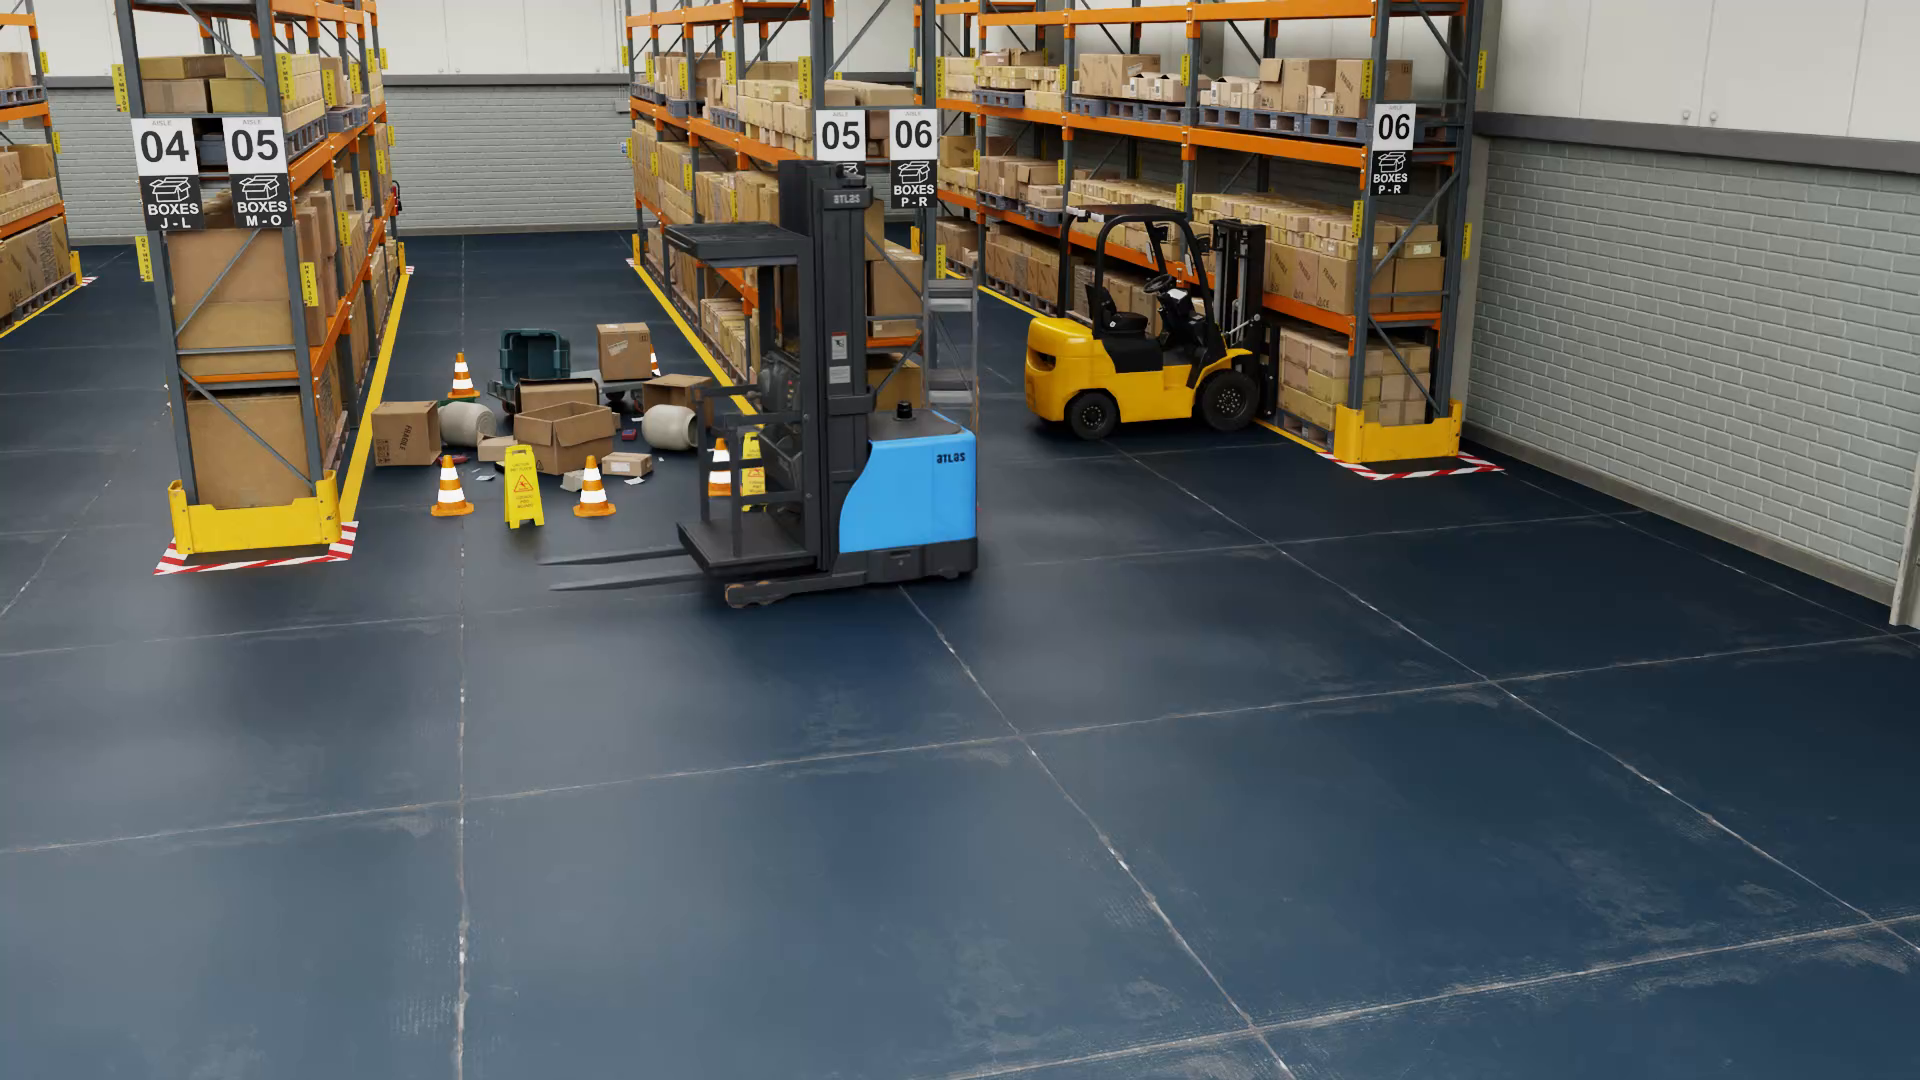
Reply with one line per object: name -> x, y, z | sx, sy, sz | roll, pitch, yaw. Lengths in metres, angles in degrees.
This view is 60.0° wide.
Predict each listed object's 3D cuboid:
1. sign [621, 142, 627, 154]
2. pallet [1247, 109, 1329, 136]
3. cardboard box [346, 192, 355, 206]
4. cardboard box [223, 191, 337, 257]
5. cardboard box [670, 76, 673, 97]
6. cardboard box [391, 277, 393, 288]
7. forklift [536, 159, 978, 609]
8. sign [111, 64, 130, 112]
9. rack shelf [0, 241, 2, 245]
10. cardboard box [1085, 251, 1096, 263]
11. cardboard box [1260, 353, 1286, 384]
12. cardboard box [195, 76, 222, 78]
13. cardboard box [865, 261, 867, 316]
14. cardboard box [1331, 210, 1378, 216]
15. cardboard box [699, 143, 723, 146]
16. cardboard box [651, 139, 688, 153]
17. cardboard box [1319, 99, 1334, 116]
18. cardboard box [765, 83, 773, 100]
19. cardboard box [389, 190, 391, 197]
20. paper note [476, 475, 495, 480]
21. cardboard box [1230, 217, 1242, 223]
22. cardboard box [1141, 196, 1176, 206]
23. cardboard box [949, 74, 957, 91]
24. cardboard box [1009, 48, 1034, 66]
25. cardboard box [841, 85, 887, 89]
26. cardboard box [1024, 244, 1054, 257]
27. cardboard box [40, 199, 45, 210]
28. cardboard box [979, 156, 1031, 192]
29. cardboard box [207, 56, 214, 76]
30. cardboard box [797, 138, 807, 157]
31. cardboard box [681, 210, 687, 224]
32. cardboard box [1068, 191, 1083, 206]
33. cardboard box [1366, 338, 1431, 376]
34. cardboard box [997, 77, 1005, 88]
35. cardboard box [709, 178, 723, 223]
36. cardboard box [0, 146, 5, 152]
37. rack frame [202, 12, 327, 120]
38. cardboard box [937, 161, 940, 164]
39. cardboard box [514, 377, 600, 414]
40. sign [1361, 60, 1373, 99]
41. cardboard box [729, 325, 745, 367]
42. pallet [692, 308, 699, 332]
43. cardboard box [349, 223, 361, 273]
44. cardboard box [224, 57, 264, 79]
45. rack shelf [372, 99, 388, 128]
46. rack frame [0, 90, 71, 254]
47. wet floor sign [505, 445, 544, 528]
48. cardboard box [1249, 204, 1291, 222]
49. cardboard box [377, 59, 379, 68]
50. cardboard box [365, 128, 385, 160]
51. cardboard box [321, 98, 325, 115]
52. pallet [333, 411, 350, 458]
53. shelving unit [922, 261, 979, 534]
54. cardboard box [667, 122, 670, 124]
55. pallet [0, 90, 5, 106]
sign -> -6.723, -7.970, 33.800 | 0.327, 0.218, 0.001 | -5, 17, -15
pallet -> 3.572, -4.167, 16.549 | 1.003, 0.211, 1.213 | -5, 17, -15
cardboard box -> -7.563, -4.147, 20.217 | 0.380, 0.149, 0.250 | -5, 17, -15
cardboard box -> -6.191, -2.872, 15.161 | 0.875, 0.550, 0.550 | -5, 17, -15
cardboard box -> -3.605, -5.983, 21.945 | 0.396, 0.266, 0.258 | -5, 17, -17
cardboard box -> -8.585, -3.779, 24.544 | 0.380, 0.149, 0.250 | -4, 17, -14
forklift -> -1.443, -1.105, 11.536 | 3.031, 2.935, 1.130 | -6, 18, -20
sign -> -5.948, -3.208, 11.802 | 0.100, 0.325, 0.005 | -5, 17, -15
rack shelf -> -12.968, -3.481, 20.579 | 1.077, 0.370, 4.000 | -5, 17, -15
cardboard box -> 1.991, -4.009, 23.571 | 0.380, 0.149, 0.250 | -4, 17, -14
cardboard box -> 3.357, -1.751, 16.749 | 0.500, 0.250, 0.500 | -5, 17, -17
cardboard box -> -5.963, -3.432, 12.790 | 0.500, 0.250, 0.500 | -5, 17, -15
cardboard box -> -1.105, -2.162, 14.245 | 0.500, 0.500, 0.500 | -5, 17, -16
cardboard box -> 3.940, -3.216, 16.625 | 0.380, 0.149, 0.250 | -5, 17, -17
cardboard box -> -3.475, -5.443, 23.947 | 0.500, 0.500, 0.500 | -4, 17, -14
cardboard box -> -4.384, -5.798, 25.129 | 0.500, 0.500, 0.500 | -5, 17, -16
cardboard box -> 3.561, -4.007, 15.398 | 0.380, 0.149, 0.250 | -5, 17, -17
cardboard box -> -1.607, -4.179, 15.487 | 0.380, 0.149, 0.250 | -5, 17, -16
cardboard box -> -9.459, -5.662, 27.023 | 0.380, 0.149, 0.250 | -5, 17, -15
paper note -> -4.210, -0.558, 14.759 | 0.144, 0.017, 0.142 | 1, 17, 4
cardboard box -> 3.054, -3.305, 17.438 | 0.380, 0.149, 0.250 | -5, 17, -16
cardboard box -> 2.369, -3.983, 19.696 | 0.380, 0.149, 0.250 | -5, 18, -17
cardboard box -> 0.127, -7.463, 27.111 | 0.500, 0.250, 0.500 | -4, 17, -14
cardboard box -> 0.933, -7.383, 25.399 | 0.396, 0.266, 0.258 | -5, 17, -16
cardboard box -> -0.844, -3.935, 14.674 | 0.380, 0.149, 0.250 | -5, 17, -16
cardboard box -> 1.165, -4.250, 24.374 | 0.380, 0.149, 0.250 | -6, 18, -18
cardboard box -> -13.920, -5.010, 24.855 | 0.380, 0.149, 0.250 | -5, 17, -16
cardboard box -> 0.700, -5.654, 25.656 | 0.700, 0.500, 0.500 | -4, 17, -14
cardboard box -> -6.191, -3.789, 13.286 | 0.380, 0.149, 0.250 | -5, 17, -16
cardboard box -> -1.158, -3.302, 13.955 | 0.380, 0.149, 0.250 | -5, 17, -15
cardboard box -> -3.434, -4.244, 22.127 | 0.500, 0.250, 0.500 | -4, 17, -14
cardboard box -> 1.745, -4.473, 22.022 | 0.500, 0.250, 0.500 | -5, 17, -15
cardboard box -> 4.130, -1.748, 15.869 | 0.500, 0.250, 0.500 | -5, 17, -16
cardboard box -> 0.765, -6.725, 24.445 | 0.380, 0.149, 0.250 | -5, 17, -16
cardboard box -> -2.686, -4.015, 19.684 | 0.500, 0.500, 0.500 | -4, 17, -14
cardboard box -> -14.607, -5.623, 24.898 | 0.500, 0.500, 0.500 | -5, 17, -17
rack frame -> -6.522, -5.404, 15.299 | 1.000, 3.000, 0.127 | -5, 17, -15
cardboard box -> -0.312, -6.447, 28.944 | 0.500, 0.250, 0.500 | -5, 17, -15
cardboard box -> -3.873, -1.257, 16.025 | 0.797, 0.637, 0.503 | -5, 17, -15
sign -> 3.555, -4.021, 14.507 | 0.100, 0.325, 0.005 | -5, 17, -15
cardboard box -> -2.138, -2.236, 19.019 | 0.950, 0.372, 0.625 | -4, 17, -12
pallet -> -3.034, -2.945, 22.389 | 1.003, 0.211, 1.213 | -5, 17, -15
cardboard box -> -6.821, -3.164, 18.096 | 0.500, 0.500, 0.500 | -4, 17, -14
cardboard box -> -5.208, -3.489, 12.285 | 0.380, 0.149, 0.250 | -5, 17, -15
rack shelf -> -9.270, -6.389, 25.043 | 1.077, 0.370, 4.000 | -5, 17, -15
rack frame -> -14.617, -5.486, 26.000 | 1.000, 3.000, 0.127 | -5, 17, -15
wet floor sign -> -3.511, -0.445, 13.312 | 0.267, 0.644, 0.232 | -8, 18, -25
cardboard box -> 3.214, -3.383, 17.181 | 0.380, 0.149, 0.250 | -5, 17, -15
cardboard box -> -9.446, -7.576, 26.445 | 0.380, 0.149, 0.250 | -5, 17, -16
cardboard box -> -9.016, -5.983, 25.226 | 0.500, 0.500, 0.500 | -5, 18, -17
cardboard box -> -6.114, -4.020, 15.441 | 0.380, 0.149, 0.250 | -5, 17, -15
pallet -> -6.388, -0.979, 15.843 | 1.003, 0.211, 1.213 | -5, 17, -15
shelving unit -> -0.069, -1.071, 12.867 | 0.431, 2.100, 0.503 | 0, 17, 0
cardboard box -> -4.704, -6.955, 27.852 | 0.380, 0.149, 0.250 | -4, 17, -14
pallet -> -13.732, -6.000, 22.654 | 1.003, 0.211, 1.213 | -5, 17, -15
